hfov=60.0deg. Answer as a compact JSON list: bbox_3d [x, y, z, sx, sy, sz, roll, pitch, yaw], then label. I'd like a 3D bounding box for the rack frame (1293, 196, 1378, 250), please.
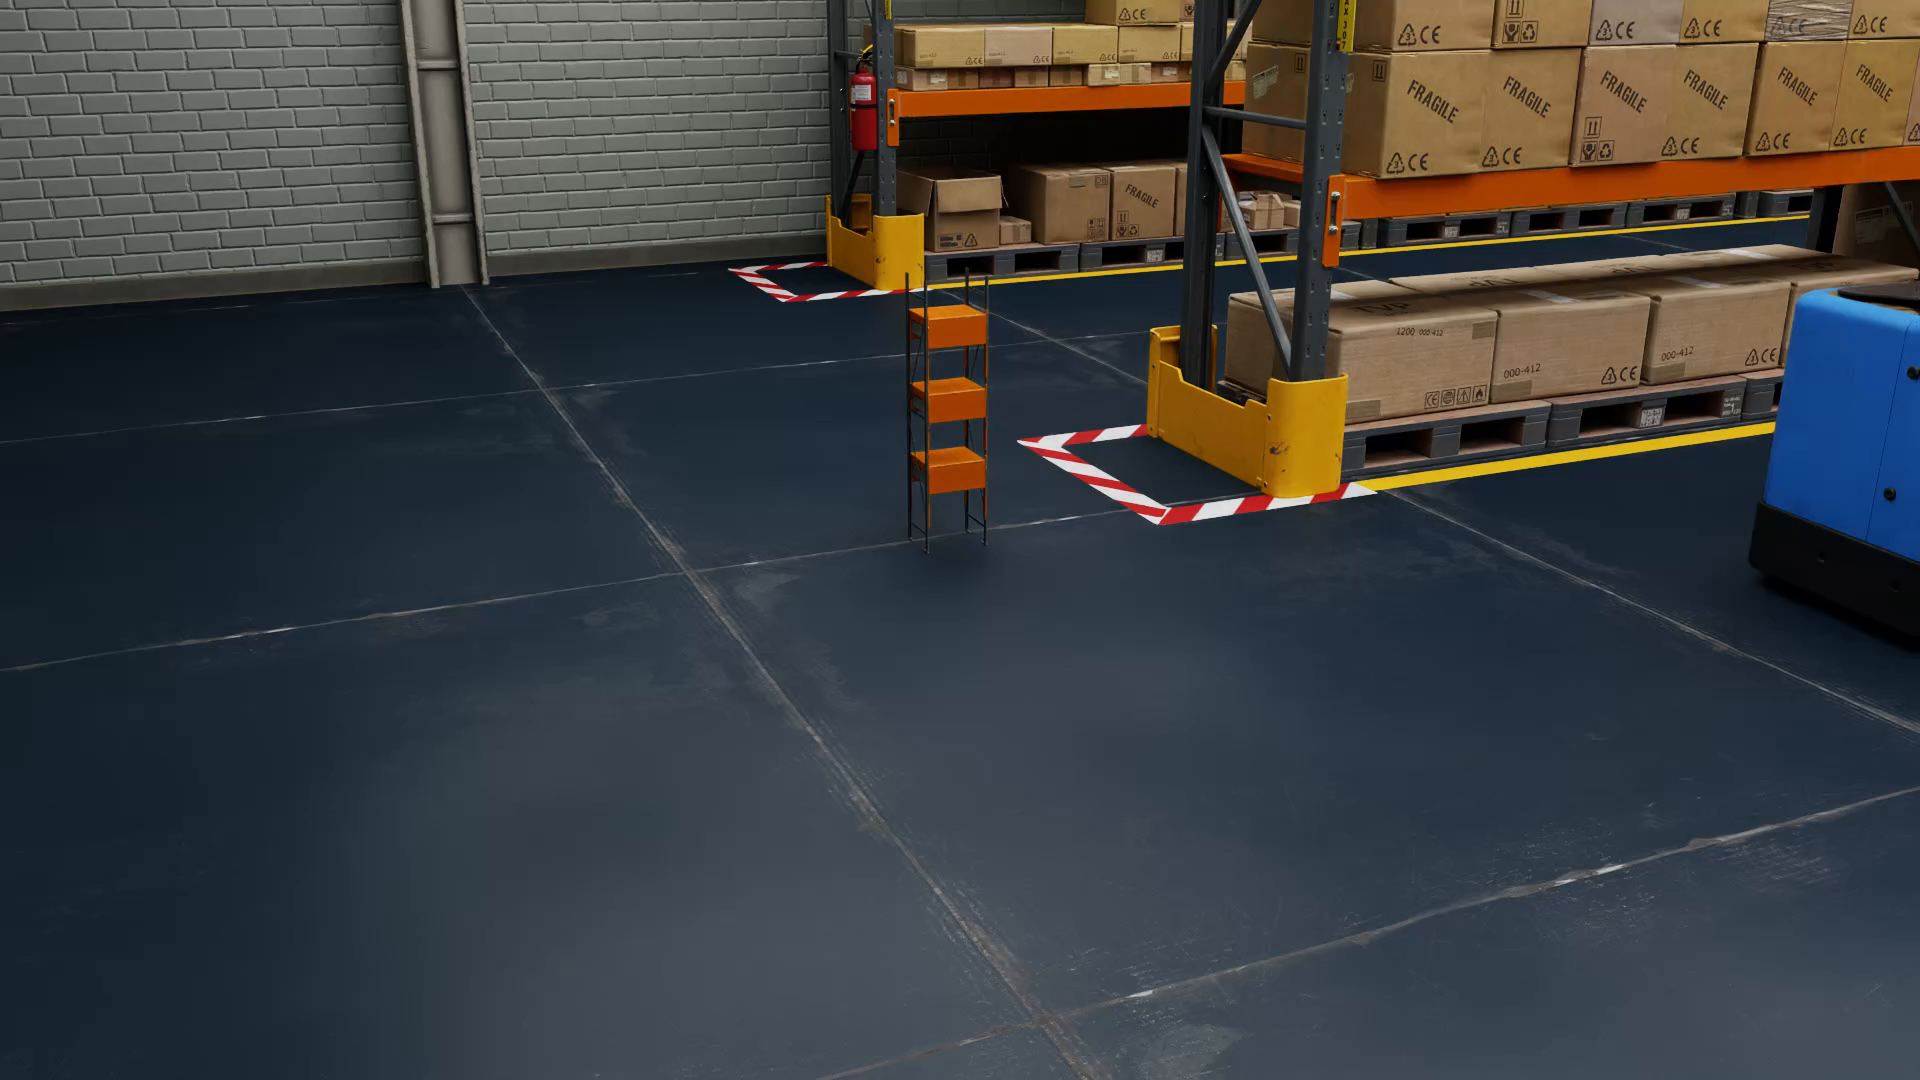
[{"bbox_3d":[2.988,-3.825,12.870,0.127,3.000,1.000,-8,21,-22],"label":"rack frame"}]

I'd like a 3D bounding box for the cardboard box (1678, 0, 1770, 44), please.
[{"bbox_3d":[3.238,-2.487,7.413,0.500,0.500,0.500,-8,21,-22],"label":"cardboard box"}]

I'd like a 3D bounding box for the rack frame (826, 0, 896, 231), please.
[{"bbox_3d":[-0.684,-3.299,11.375,0.127,3.000,1.000,-8,21,-22],"label":"rack frame"}]

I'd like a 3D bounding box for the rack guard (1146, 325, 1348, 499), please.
[{"bbox_3d":[1.263,-0.604,7.484,0.348,0.500,1.175,-8,21,-22],"label":"rack guard"}]

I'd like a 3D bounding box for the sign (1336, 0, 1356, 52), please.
[{"bbox_3d":[1.500,-2.062,6.438,0.005,0.325,0.100,-8,21,-22],"label":"sign"}]

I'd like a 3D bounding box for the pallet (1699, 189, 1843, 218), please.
[{"bbox_3d":[7.433,-3.133,15.101,1.213,0.211,1.003,-8,21,-22],"label":"pallet"}]

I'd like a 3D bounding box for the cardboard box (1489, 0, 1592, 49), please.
[{"bbox_3d":[2.310,-2.351,7.027,0.500,0.500,0.500,-9,21,-23],"label":"cardboard box"}]

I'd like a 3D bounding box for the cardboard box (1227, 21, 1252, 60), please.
[{"bbox_3d":[2.163,-3.683,12.244,0.500,0.250,0.500,-8,21,-22],"label":"cardboard box"}]

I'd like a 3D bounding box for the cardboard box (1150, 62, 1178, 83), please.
[{"bbox_3d":[1.372,-3.390,12.012,0.250,0.149,0.380,-8,21,-22],"label":"cardboard box"}]

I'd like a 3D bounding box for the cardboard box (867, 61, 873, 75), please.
[{"bbox_3d":[-0.486,-3.306,11.773,0.250,0.149,0.380,-8,21,-23],"label":"cardboard box"}]

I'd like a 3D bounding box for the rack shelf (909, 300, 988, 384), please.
[{"bbox_3d":[-0.049,-0.746,6.237,0.240,0.259,0.215,-8,21,-22],"label":"rack shelf"}]

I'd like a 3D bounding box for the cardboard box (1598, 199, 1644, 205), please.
[{"bbox_3d":[5.415,-3.117,13.990,0.500,0.500,0.500,-7,21,-20],"label":"cardboard box"}]

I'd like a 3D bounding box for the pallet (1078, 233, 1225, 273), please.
[{"bbox_3d":[1.236,-2.258,12.618,1.213,0.211,1.003,-8,21,-22],"label":"pallet"}]

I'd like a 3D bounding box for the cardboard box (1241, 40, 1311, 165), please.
[{"bbox_3d":[1.623,-1.977,7.470,0.500,0.500,0.500,-8,21,-22],"label":"cardboard box"}]

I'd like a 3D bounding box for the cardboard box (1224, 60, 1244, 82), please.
[{"bbox_3d":[1.861,-3.437,12.145,0.250,0.149,0.380,-8,21,-23],"label":"cardboard box"}]

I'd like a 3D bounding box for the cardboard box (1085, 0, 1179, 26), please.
[{"bbox_3d":[1.216,-3.897,11.723,0.500,0.500,0.500,-8,21,-21],"label":"cardboard box"}]

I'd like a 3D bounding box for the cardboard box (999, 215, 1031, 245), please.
[{"bbox_3d":[0.320,-2.248,12.050,0.250,0.149,0.380,-9,21,-24],"label":"cardboard box"}]

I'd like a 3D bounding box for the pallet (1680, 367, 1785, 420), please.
[{"bbox_3d":[4.229,-0.921,8.819,1.213,0.211,1.003,-8,21,-22],"label":"pallet"}]

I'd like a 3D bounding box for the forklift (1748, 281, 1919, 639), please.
[{"bbox_3d":[4.446,-1.248,5.652,3.031,2.935,1.130,-7,20,-18],"label":"forklift"}]

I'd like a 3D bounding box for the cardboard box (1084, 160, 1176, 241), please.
[{"bbox_3d":[1.240,-2.509,12.264,0.500,0.500,0.500,-8,21,-21],"label":"cardboard box"}]

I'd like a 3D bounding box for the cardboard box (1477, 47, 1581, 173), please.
[{"bbox_3d":[2.293,-1.884,7.205,0.500,0.500,0.500,-8,21,-23],"label":"cardboard box"}]

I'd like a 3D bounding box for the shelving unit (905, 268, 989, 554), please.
[{"bbox_3d":[-0.049,-0.488,6.328,0.252,1.050,0.215,-8,21,-22],"label":"shelving unit"}]

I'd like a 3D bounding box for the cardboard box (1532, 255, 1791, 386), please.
[{"bbox_3d":[3.517,-1.134,8.451,0.875,0.438,0.875,-9,21,-24],"label":"cardboard box"}]

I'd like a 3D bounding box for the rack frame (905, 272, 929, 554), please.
[{"bbox_3d":[-0.161,-0.472,6.282,0.008,1.050,0.200,-8,21,-22],"label":"rack frame"}]

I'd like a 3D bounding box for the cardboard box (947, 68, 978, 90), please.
[{"bbox_3d":[-0.059,-3.188,11.437,0.250,0.149,0.380,-8,21,-21],"label":"cardboard box"}]

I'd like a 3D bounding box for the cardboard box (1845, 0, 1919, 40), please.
[{"bbox_3d":[4.165,-2.620,7.791,0.500,0.500,0.500,-8,21,-23],"label":"cardboard box"}]

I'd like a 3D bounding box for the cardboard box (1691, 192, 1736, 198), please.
[{"bbox_3d":[6.358,-3.249,14.365,0.500,0.500,0.500,-8,21,-20],"label":"cardboard box"}]

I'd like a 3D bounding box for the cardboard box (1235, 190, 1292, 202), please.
[{"bbox_3d":[2.288,-2.740,13.204,0.500,0.311,0.500,-7,21,-20],"label":"cardboard box"}]

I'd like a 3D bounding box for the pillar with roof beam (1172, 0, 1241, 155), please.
[{"bbox_3d":[3.697,-5.525,8.665,0.400,9.000,9.100,-8,21,-22],"label":"pillar with roof beam"}]

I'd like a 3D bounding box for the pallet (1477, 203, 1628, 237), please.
[{"bbox_3d":[4.842,-2.790,14.129,1.213,0.211,1.003,-8,21,-22],"label":"pallet"}]

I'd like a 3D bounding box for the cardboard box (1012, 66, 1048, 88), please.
[{"bbox_3d":[0.425,-3.247,11.607,0.250,0.149,0.380,-7,21,-20],"label":"cardboard box"}]

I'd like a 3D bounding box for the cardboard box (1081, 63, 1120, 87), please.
[{"bbox_3d":[0.929,-3.294,11.740,0.250,0.149,0.380,-9,21,-23],"label":"cardboard box"}]

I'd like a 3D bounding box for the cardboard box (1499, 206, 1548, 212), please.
[{"bbox_3d":[4.467,-2.977,13.591,0.500,0.500,0.500,-9,21,-24],"label":"cardboard box"}]

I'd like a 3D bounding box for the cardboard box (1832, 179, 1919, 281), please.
[{"bbox_3d":[5.496,-1.614,9.156,0.875,0.875,0.875,-7,21,-20],"label":"cardboard box"}]

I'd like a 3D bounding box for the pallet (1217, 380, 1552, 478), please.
[{"bbox_3d":[1.988,-0.600,7.907,1.213,0.211,1.003,-8,21,-22],"label":"pallet"}]

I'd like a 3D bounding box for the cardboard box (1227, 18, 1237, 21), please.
[{"bbox_3d":[1.969,-3.844,12.701,0.500,0.250,0.500,-8,21,-22],"label":"cardboard box"}]

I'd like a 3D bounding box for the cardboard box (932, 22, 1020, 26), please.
[{"bbox_3d":[0.107,-3.578,11.944,0.500,0.250,0.500,-8,21,-22],"label":"cardboard box"}]

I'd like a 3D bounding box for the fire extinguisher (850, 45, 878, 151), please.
[{"bbox_3d":[-0.636,-2.926,10.995,0.183,0.674,0.296,-8,21,-22],"label":"fire extinguisher"}]

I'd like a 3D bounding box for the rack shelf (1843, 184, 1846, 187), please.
[{"bbox_3d":[6.794,-2.236,9.439,4.000,0.370,1.077,-8,21,-22],"label":"rack shelf"}]

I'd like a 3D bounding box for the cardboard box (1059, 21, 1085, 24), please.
[{"bbox_3d":[1.044,-3.710,12.320,0.500,0.250,0.500,-8,21,-22],"label":"cardboard box"}]

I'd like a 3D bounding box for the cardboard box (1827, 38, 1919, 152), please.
[{"bbox_3d":[4.163,-2.151,7.964,0.500,0.500,0.500,-9,21,-23],"label":"cardboard box"}]

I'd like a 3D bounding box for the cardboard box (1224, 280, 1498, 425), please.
[{"bbox_3d":[1.852,-0.893,7.767,0.875,0.438,0.875,-9,21,-24],"label":"cardboard box"}]

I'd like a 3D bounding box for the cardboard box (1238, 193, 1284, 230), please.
[{"bbox_3d":[2.265,-2.524,12.658,0.258,0.266,0.396,-7,21,-20],"label":"cardboard box"}]

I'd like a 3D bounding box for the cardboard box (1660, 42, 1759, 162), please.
[{"bbox_3d":[3.221,-2.016,7.581,0.500,0.500,0.500,-7,21,-20],"label":"cardboard box"}]

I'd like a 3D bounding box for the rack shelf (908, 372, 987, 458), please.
[{"bbox_3d":[-0.049,-0.478,6.331,0.240,0.259,0.215,-8,21,-22],"label":"rack shelf"}]

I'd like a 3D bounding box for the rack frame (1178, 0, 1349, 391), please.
[{"bbox_3d":[1.285,-1.786,7.078,0.127,3.000,1.000,-8,21,-22],"label":"rack frame"}]

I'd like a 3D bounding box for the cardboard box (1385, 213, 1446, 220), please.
[{"bbox_3d":[3.522,-2.839,13.201,0.500,0.500,0.500,-7,21,-20],"label":"cardboard box"}]

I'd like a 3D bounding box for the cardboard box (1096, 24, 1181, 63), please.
[{"bbox_3d":[1.227,-3.554,11.877,0.500,0.250,0.500,-9,21,-23],"label":"cardboard box"}]

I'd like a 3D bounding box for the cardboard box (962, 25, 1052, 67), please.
[{"bbox_3d":[0.302,-3.413,11.475,0.500,0.250,0.500,-8,21,-21],"label":"cardboard box"}]
